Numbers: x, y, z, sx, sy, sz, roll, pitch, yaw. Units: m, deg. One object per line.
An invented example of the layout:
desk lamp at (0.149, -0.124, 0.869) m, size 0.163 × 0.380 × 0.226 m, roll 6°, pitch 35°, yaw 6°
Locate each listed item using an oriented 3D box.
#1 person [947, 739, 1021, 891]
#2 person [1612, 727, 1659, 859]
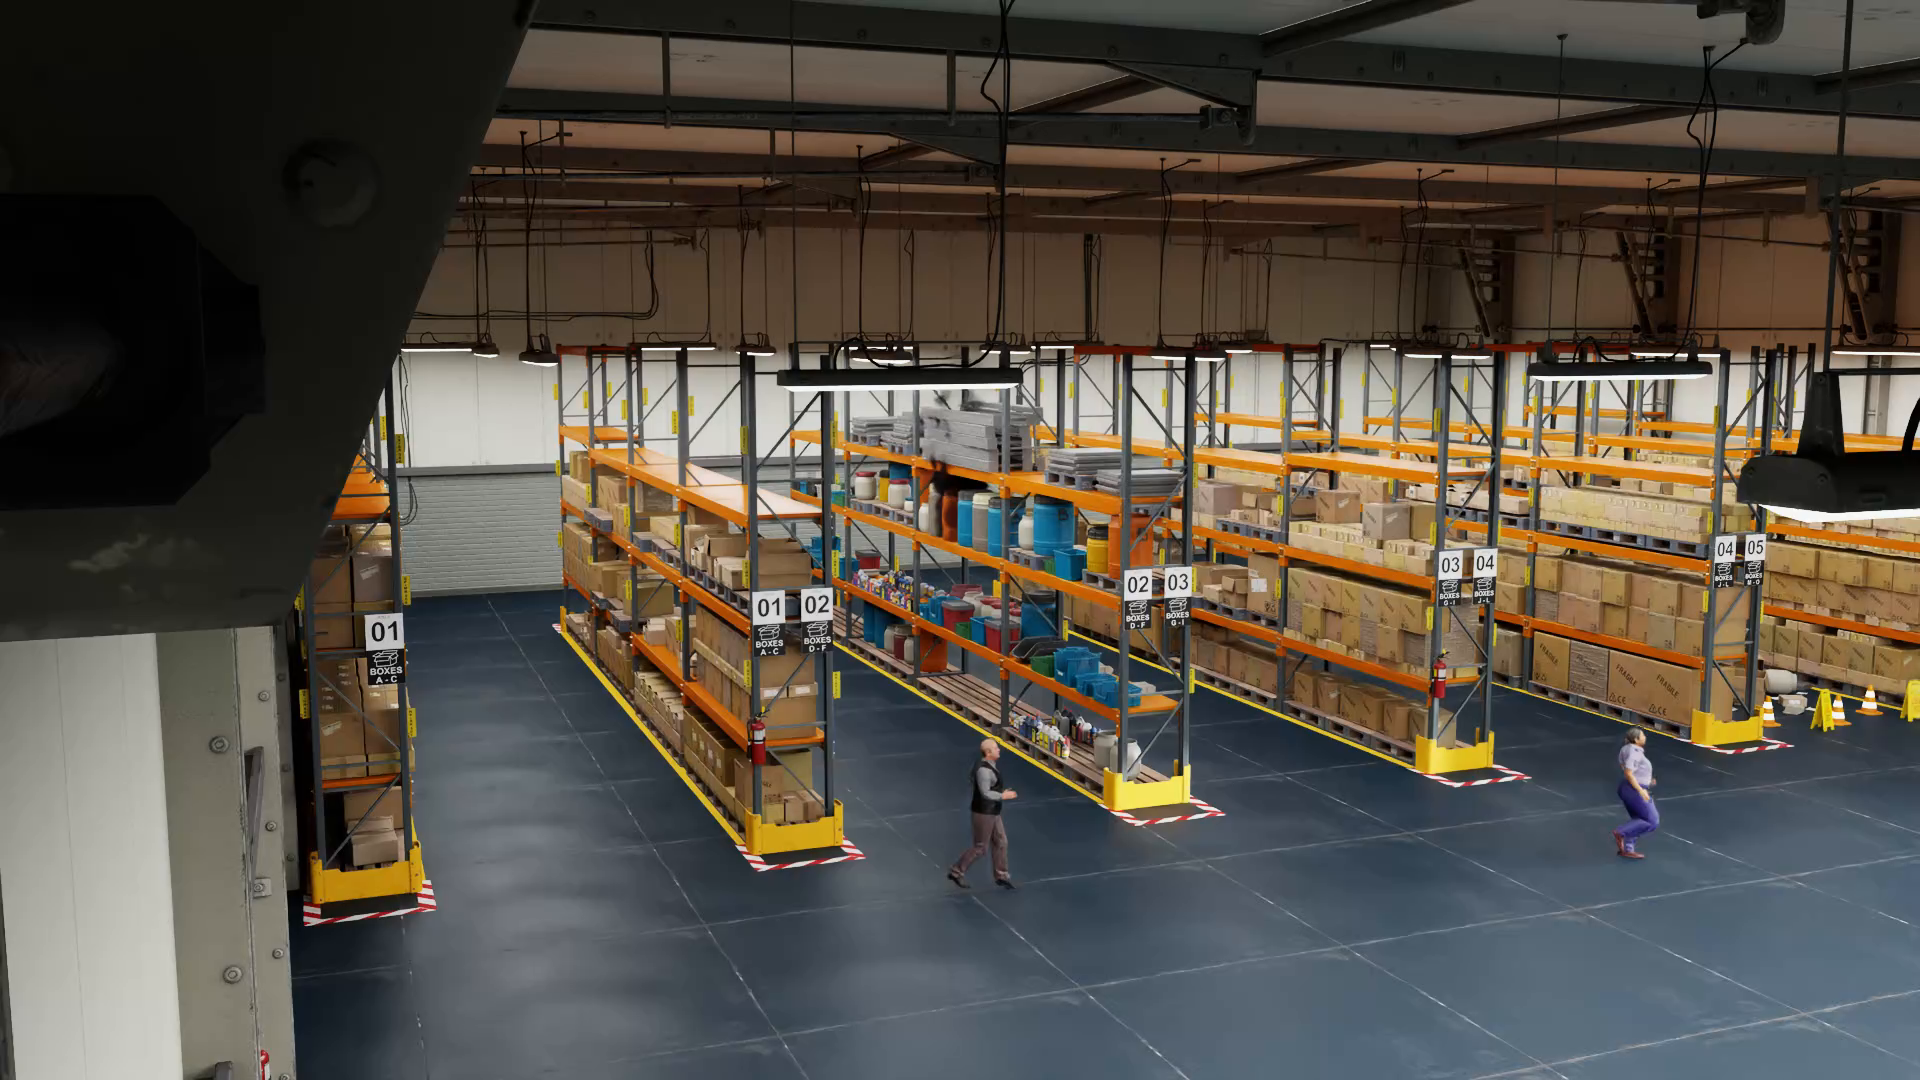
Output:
person at (0.274, 3.110, 18.724) m, size 0.827 × 1.772 × 0.670 m, roll 1°, pitch 7°, yaw 5°
person at (8.070, 3.033, 19.887) m, size 0.549 × 1.592 × 0.608 m, roll 1°, pitch 7°, yaw 6°
